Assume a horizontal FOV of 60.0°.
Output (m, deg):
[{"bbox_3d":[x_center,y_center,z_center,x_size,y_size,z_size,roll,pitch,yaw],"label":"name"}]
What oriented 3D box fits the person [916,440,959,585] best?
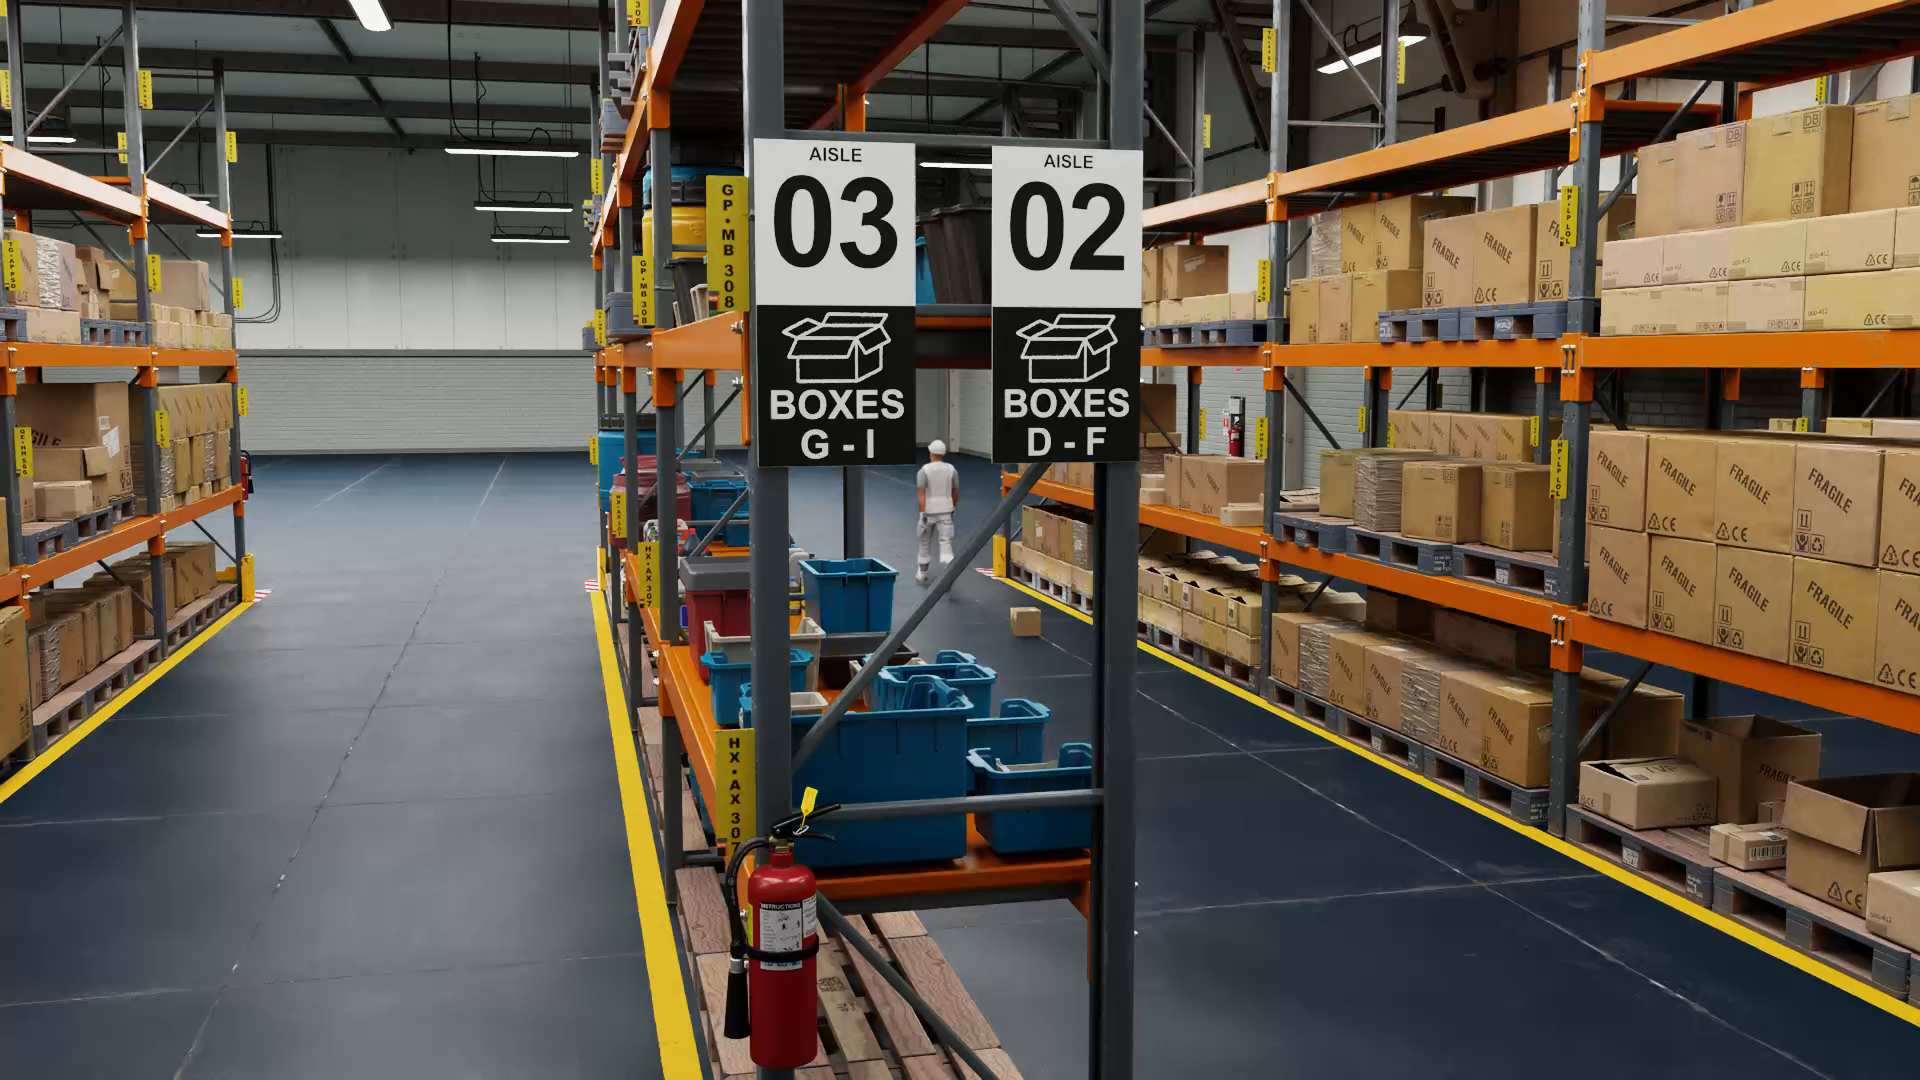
[{"bbox_3d":[-0.285,-0.340,19.955,0.534,1.736,1.036,-1,6,-11],"label":"person"}]
